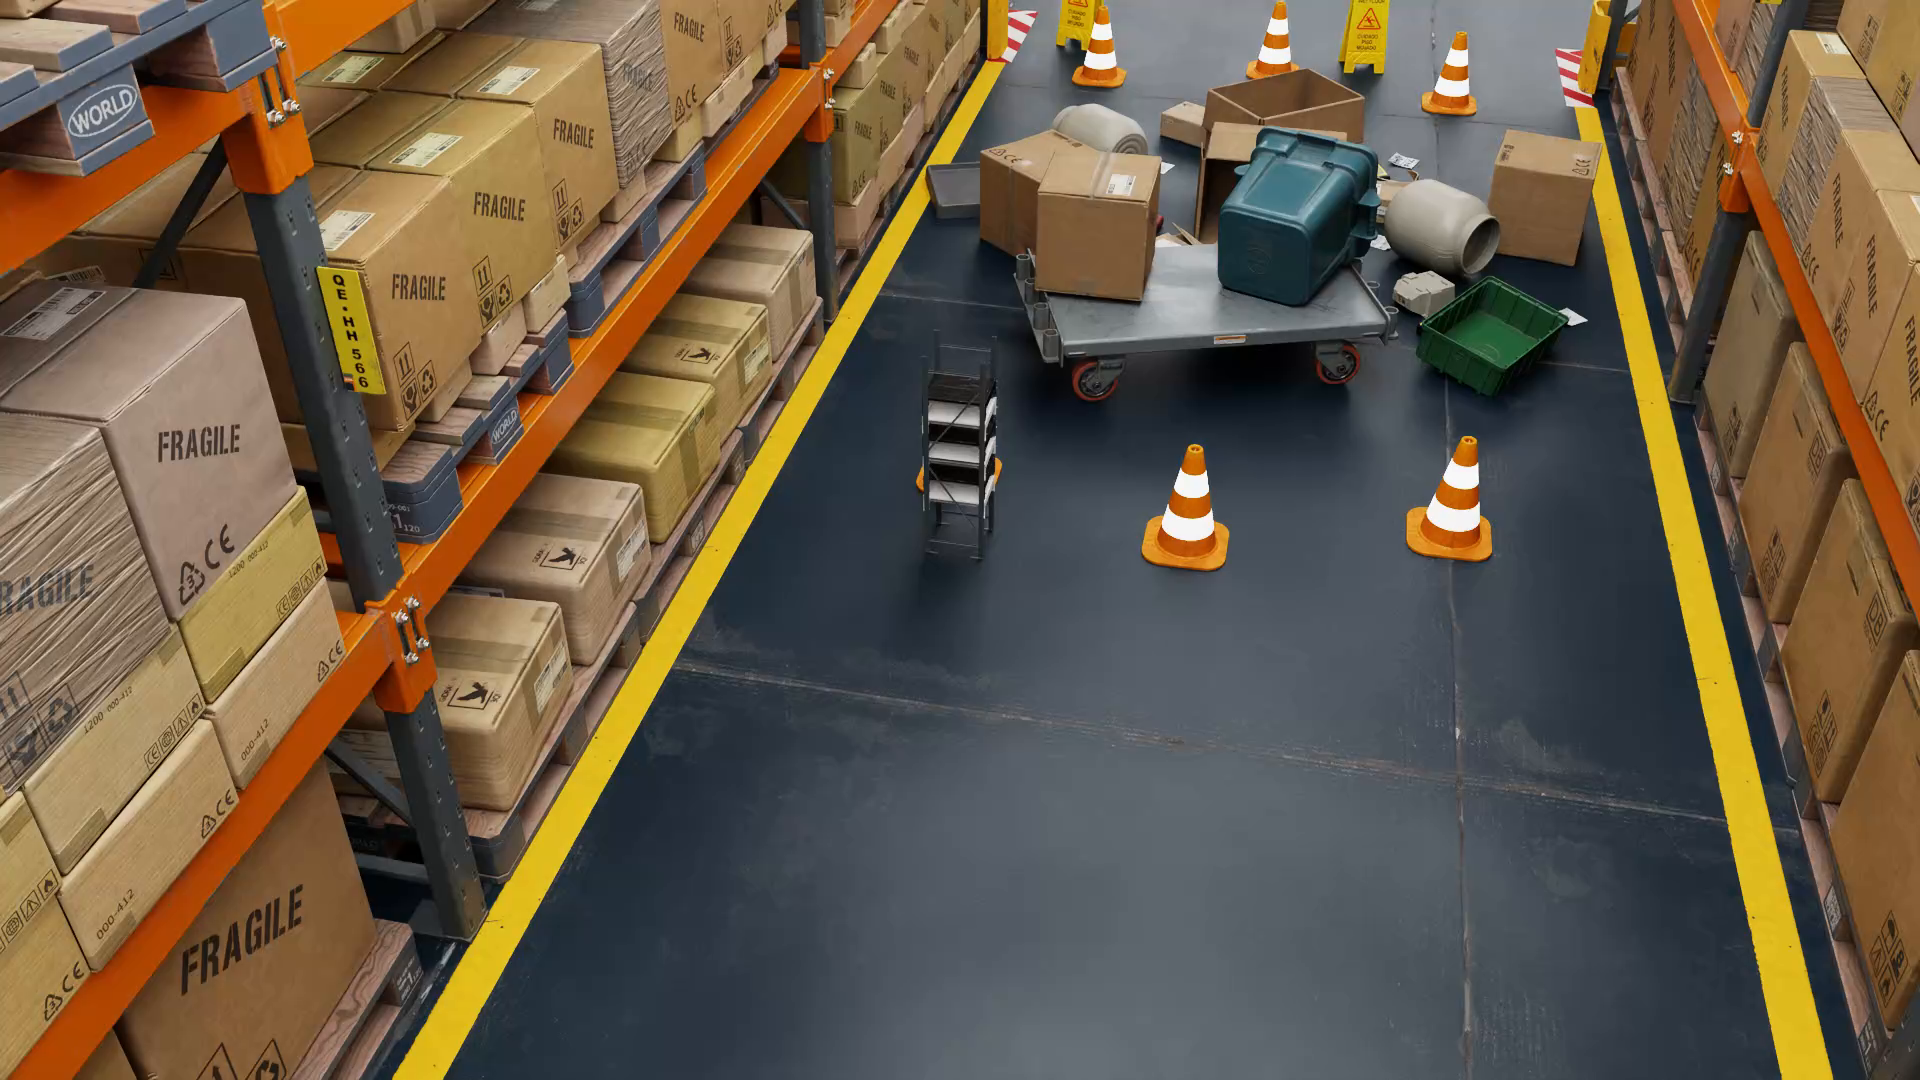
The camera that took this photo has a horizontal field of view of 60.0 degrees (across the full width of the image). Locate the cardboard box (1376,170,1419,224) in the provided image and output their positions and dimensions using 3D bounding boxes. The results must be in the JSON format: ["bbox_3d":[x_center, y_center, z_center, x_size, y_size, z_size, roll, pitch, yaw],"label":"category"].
[{"bbox_3d":[2.320,-1.923,9.177,0.396,0.266,0.258,14,38,18],"label":"cardboard box"}]

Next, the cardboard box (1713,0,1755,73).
[{"bbox_3d":[3.914,-2.406,7.385,0.875,0.550,0.550,7,37,10],"label":"cardboard box"}]

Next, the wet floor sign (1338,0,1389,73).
[{"bbox_3d":[2.678,-3.418,10.917,0.267,0.644,0.232,1,36,2],"label":"wet floor sign"}]

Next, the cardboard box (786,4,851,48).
[{"bbox_3d":[-0.725,-2.415,7.740,0.380,0.149,0.250,7,37,10],"label":"cardboard box"}]

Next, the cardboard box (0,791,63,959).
[{"bbox_3d":[-2.011,0.675,2.964,0.500,0.250,0.500,6,36,9],"label":"cardboard box"}]

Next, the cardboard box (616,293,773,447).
[{"bbox_3d":[-1.365,-0.769,7.136,0.950,0.372,0.625,10,37,13],"label":"cardboard box"}]

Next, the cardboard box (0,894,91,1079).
[{"bbox_3d":[-2.031,0.882,3.105,0.500,0.250,0.500,7,37,9],"label":"cardboard box"}]

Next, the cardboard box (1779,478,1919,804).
[{"bbox_3d":[3.299,0.381,5.228,1.050,0.750,0.750,8,37,11],"label":"cardboard box"}]

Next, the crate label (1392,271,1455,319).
[{"bbox_3d":[2.329,-1.239,8.342,0.298,0.136,0.250,-17,39,-22],"label":"crate label"}]

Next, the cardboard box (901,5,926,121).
[{"bbox_3d":[-0.501,-2.646,9.191,0.500,0.500,0.500,9,37,12],"label":"cardboard box"}]

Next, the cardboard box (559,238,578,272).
[{"bbox_3d":[-1.458,-0.926,5.328,0.380,0.149,0.250,9,37,13],"label":"cardboard box"}]

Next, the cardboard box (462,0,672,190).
[{"bbox_3d":[-1.312,-1.534,5.613,0.500,0.500,0.500,6,36,8],"label":"cardboard box"}]

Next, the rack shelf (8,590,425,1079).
[{"bbox_3d":[-2.387,1.355,2.938,1.077,0.370,4.000,7,37,10],"label":"rack shelf"}]

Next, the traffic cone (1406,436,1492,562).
[{"bbox_3d":[1.990,-0.207,6.641,0.336,0.463,0.334,7,37,10],"label":"traffic cone"}]

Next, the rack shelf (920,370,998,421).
[{"bbox_3d":[-0.002,-0.551,6.341,0.258,0.077,0.200,7,37,10],"label":"rack shelf"}]

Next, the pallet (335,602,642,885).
[{"bbox_3d":[-1.792,0.598,5.745,1.003,0.211,1.213,7,37,10],"label":"pallet"}]

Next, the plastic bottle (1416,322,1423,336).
[{"bbox_3d":[2.336,-0.971,8.038,0.133,0.061,0.283,-11,37,-14],"label":"plastic bottle"}]

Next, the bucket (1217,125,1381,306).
[{"bbox_3d":[1.529,-1.471,7.717,0.726,0.611,0.620,20,51,26],"label":"bucket"}]

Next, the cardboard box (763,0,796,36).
[{"bbox_3d":[-0.980,-2.414,6.828,0.500,0.500,0.500,7,36,9],"label":"cardboard box"}]

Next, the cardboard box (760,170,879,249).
[{"bbox_3d":[-0.716,-1.737,8.576,0.500,0.250,0.500,6,36,8],"label":"cardboard box"}]

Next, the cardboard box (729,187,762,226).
[{"bbox_3d":[-1.242,-1.806,8.670,0.500,0.250,0.500,9,37,12],"label":"cardboard box"}]

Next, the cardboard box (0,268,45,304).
[{"bbox_3d":[-2.304,-0.276,3.638,0.500,0.500,0.500,6,36,8],"label":"cardboard box"}]

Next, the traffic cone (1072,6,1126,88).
[{"bbox_3d":[0.917,-3.234,10.818,0.336,0.463,0.334,7,37,10],"label":"traffic cone"}]

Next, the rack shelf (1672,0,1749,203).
[{"bbox_3d":[4.179,-2.669,8.490,1.077,0.370,4.000,7,37,10],"label":"rack shelf"}]

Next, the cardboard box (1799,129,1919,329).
[{"bbox_3d":[3.160,-1.011,5.503,0.500,0.500,0.500,7,37,10],"label":"cardboard box"}]

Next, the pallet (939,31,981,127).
[{"bbox_3d":[-0.476,-3.035,10.758,1.003,0.211,1.213,7,37,10],"label":"pallet"}]

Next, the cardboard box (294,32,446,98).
[{"bbox_3d":[-1.928,-1.297,5.287,0.500,0.500,0.500,5,36,7],"label":"cardboard box"}]

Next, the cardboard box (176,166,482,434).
[{"bbox_3d":[-1.638,-0.643,4.385,0.500,0.500,0.500,6,36,9],"label":"cardboard box"}]

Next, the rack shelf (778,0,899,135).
[{"bbox_3d":[-0.678,-3.232,9.266,1.077,0.370,4.000,7,37,10],"label":"rack shelf"}]

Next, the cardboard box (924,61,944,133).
[{"bbox_3d":[-0.386,-2.632,9.811,0.500,0.250,0.500,6,36,8],"label":"cardboard box"}]

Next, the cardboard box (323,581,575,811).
[{"bbox_3d":[-1.830,0.488,5.402,0.950,0.372,0.625,5,36,7],"label":"cardboard box"}]

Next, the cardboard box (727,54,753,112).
[{"bbox_3d":[-1.039,-1.814,6.553,0.380,0.149,0.250,7,36,9],"label":"cardboard box"}]

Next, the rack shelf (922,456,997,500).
[{"bbox_3d":[-0.002,-0.260,6.552,0.258,0.077,0.200,7,37,10],"label":"rack shelf"}]

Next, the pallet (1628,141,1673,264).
[{"bbox_3d":[4.249,-1.812,9.071,1.003,0.211,1.213,7,37,10],"label":"pallet"}]

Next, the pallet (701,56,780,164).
[{"bbox_3d":[-1.411,-1.879,6.949,1.003,0.211,1.213,7,37,10],"label":"pallet"}]

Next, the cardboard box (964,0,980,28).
[{"bbox_3d":[-0.168,-3.538,10.421,0.500,0.500,0.500,8,37,10],"label":"cardboard box"}]

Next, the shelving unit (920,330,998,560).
[{"bbox_3d":[-0.002,-0.360,6.479,0.258,0.900,0.210,7,37,10],"label":"shelving unit"}]

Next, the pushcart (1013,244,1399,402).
[{"bbox_3d":[1.132,-1.057,7.887,1.648,0.377,0.936,-5,36,-6],"label":"pushcart"}]

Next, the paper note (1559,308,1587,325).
[{"bbox_3d":[3.011,-1.111,8.256,0.147,0.020,0.142,-17,39,-22],"label":"paper note"}]

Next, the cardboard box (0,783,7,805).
[{"bbox_3d":[-2.029,0.380,2.733,0.500,0.500,0.500,7,37,10],"label":"cardboard box"}]

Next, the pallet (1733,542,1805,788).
[{"bbox_3d":[3.402,0.469,5.923,1.003,0.211,1.213,7,37,10],"label":"pallet"}]

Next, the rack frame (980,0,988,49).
[{"bbox_3d":[-0.251,-4.669,10.637,1.000,3.000,0.127,7,37,10],"label":"rack frame"}]

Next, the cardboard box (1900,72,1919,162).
[{"bbox_3d":[3.435,-1.389,5.173,0.700,0.500,0.500,8,37,10],"label":"cardboard box"}]

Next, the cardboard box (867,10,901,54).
[{"bbox_3d":[-0.523,-2.663,8.661,0.380,0.149,0.250,9,37,12],"label":"cardboard box"}]

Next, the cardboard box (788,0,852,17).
[{"bbox_3d":[-0.739,-2.754,7.656,0.500,0.500,0.500,7,37,10],"label":"cardboard box"}]

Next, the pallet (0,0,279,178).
[{"bbox_3d":[-2.046,-0.845,2.965,1.213,0.211,1.003,9,37,12],"label":"pallet"}]

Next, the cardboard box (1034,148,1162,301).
[{"bbox_3d":[0.640,-1.465,7.700,0.500,0.500,0.500,7,37,10],"label":"cardboard box"}]

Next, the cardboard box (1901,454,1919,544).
[{"bbox_3d":[2.839,-0.139,4.300,0.500,0.500,0.500,7,37,10],"label":"cardboard box"}]

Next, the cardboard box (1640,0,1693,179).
[{"bbox_3d":[4.340,-2.515,9.117,0.875,0.875,0.875,7,36,9],"label":"cardboard box"}]

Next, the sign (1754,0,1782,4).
[{"bbox_3d":[3.209,-2.265,6.514,0.100,0.325,0.005,7,37,10],"label":"sign"}]

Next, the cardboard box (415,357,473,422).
[{"bbox_3d":[-1.616,-0.472,4.702,0.380,0.149,0.250,5,36,7],"label":"cardboard box"}]

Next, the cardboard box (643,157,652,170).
[{"bbox_3d":[-1.334,-1.394,5.973,0.380,0.149,0.250,6,36,8],"label":"cardboard box"}]
